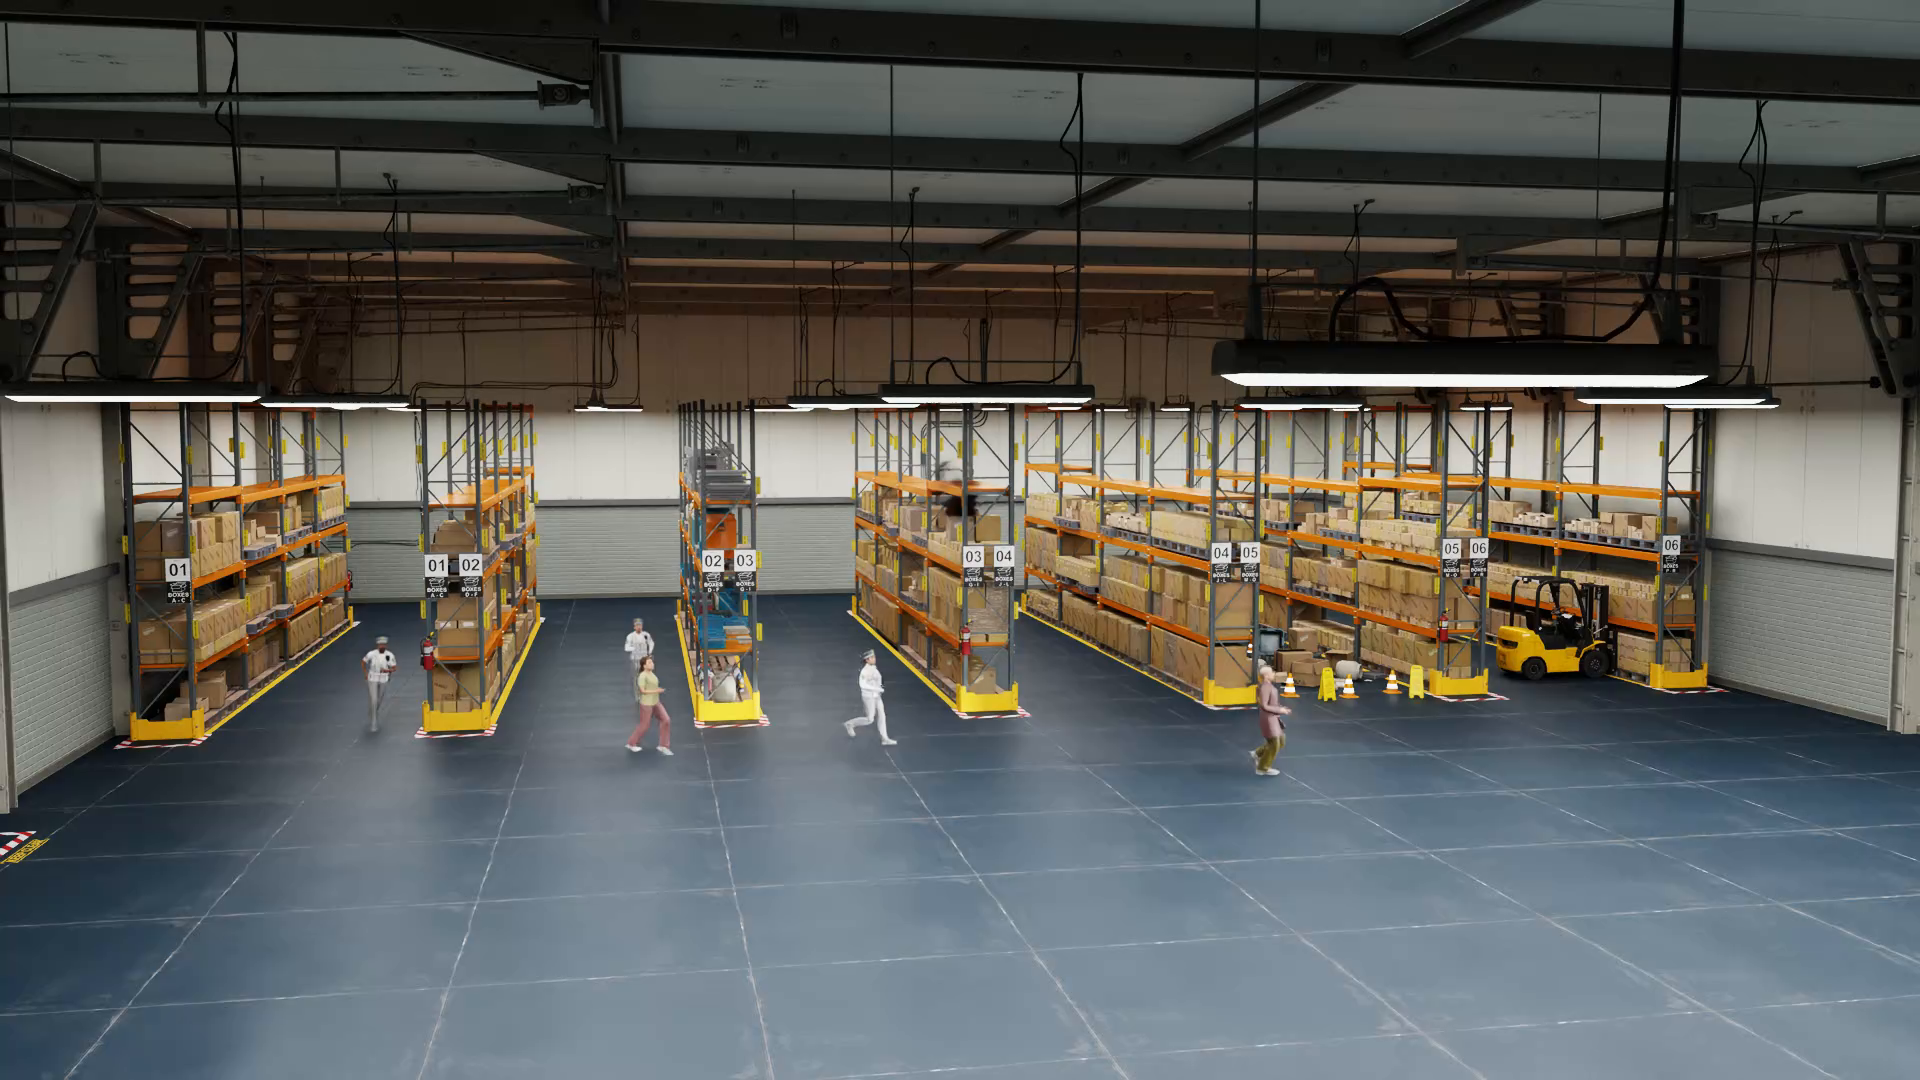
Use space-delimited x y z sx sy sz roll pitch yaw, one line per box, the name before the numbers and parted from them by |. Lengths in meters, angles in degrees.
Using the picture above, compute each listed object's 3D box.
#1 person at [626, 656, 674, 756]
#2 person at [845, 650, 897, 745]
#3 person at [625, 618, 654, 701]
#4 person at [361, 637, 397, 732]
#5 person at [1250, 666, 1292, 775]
person | -5.227 2.795 27.974 0.825 1.698 0.578 1 5 19
person | -1.523 2.715 28.787 0.949 1.652 0.630 2 5 21
person | -6.332 2.403 32.935 0.594 1.707 0.638 -1 4 -17
person | -10.622 2.611 30.436 0.587 1.730 0.847 -3 5 -31
person | 4.931 2.862 26.357 0.651 1.729 0.703 1 4 13
